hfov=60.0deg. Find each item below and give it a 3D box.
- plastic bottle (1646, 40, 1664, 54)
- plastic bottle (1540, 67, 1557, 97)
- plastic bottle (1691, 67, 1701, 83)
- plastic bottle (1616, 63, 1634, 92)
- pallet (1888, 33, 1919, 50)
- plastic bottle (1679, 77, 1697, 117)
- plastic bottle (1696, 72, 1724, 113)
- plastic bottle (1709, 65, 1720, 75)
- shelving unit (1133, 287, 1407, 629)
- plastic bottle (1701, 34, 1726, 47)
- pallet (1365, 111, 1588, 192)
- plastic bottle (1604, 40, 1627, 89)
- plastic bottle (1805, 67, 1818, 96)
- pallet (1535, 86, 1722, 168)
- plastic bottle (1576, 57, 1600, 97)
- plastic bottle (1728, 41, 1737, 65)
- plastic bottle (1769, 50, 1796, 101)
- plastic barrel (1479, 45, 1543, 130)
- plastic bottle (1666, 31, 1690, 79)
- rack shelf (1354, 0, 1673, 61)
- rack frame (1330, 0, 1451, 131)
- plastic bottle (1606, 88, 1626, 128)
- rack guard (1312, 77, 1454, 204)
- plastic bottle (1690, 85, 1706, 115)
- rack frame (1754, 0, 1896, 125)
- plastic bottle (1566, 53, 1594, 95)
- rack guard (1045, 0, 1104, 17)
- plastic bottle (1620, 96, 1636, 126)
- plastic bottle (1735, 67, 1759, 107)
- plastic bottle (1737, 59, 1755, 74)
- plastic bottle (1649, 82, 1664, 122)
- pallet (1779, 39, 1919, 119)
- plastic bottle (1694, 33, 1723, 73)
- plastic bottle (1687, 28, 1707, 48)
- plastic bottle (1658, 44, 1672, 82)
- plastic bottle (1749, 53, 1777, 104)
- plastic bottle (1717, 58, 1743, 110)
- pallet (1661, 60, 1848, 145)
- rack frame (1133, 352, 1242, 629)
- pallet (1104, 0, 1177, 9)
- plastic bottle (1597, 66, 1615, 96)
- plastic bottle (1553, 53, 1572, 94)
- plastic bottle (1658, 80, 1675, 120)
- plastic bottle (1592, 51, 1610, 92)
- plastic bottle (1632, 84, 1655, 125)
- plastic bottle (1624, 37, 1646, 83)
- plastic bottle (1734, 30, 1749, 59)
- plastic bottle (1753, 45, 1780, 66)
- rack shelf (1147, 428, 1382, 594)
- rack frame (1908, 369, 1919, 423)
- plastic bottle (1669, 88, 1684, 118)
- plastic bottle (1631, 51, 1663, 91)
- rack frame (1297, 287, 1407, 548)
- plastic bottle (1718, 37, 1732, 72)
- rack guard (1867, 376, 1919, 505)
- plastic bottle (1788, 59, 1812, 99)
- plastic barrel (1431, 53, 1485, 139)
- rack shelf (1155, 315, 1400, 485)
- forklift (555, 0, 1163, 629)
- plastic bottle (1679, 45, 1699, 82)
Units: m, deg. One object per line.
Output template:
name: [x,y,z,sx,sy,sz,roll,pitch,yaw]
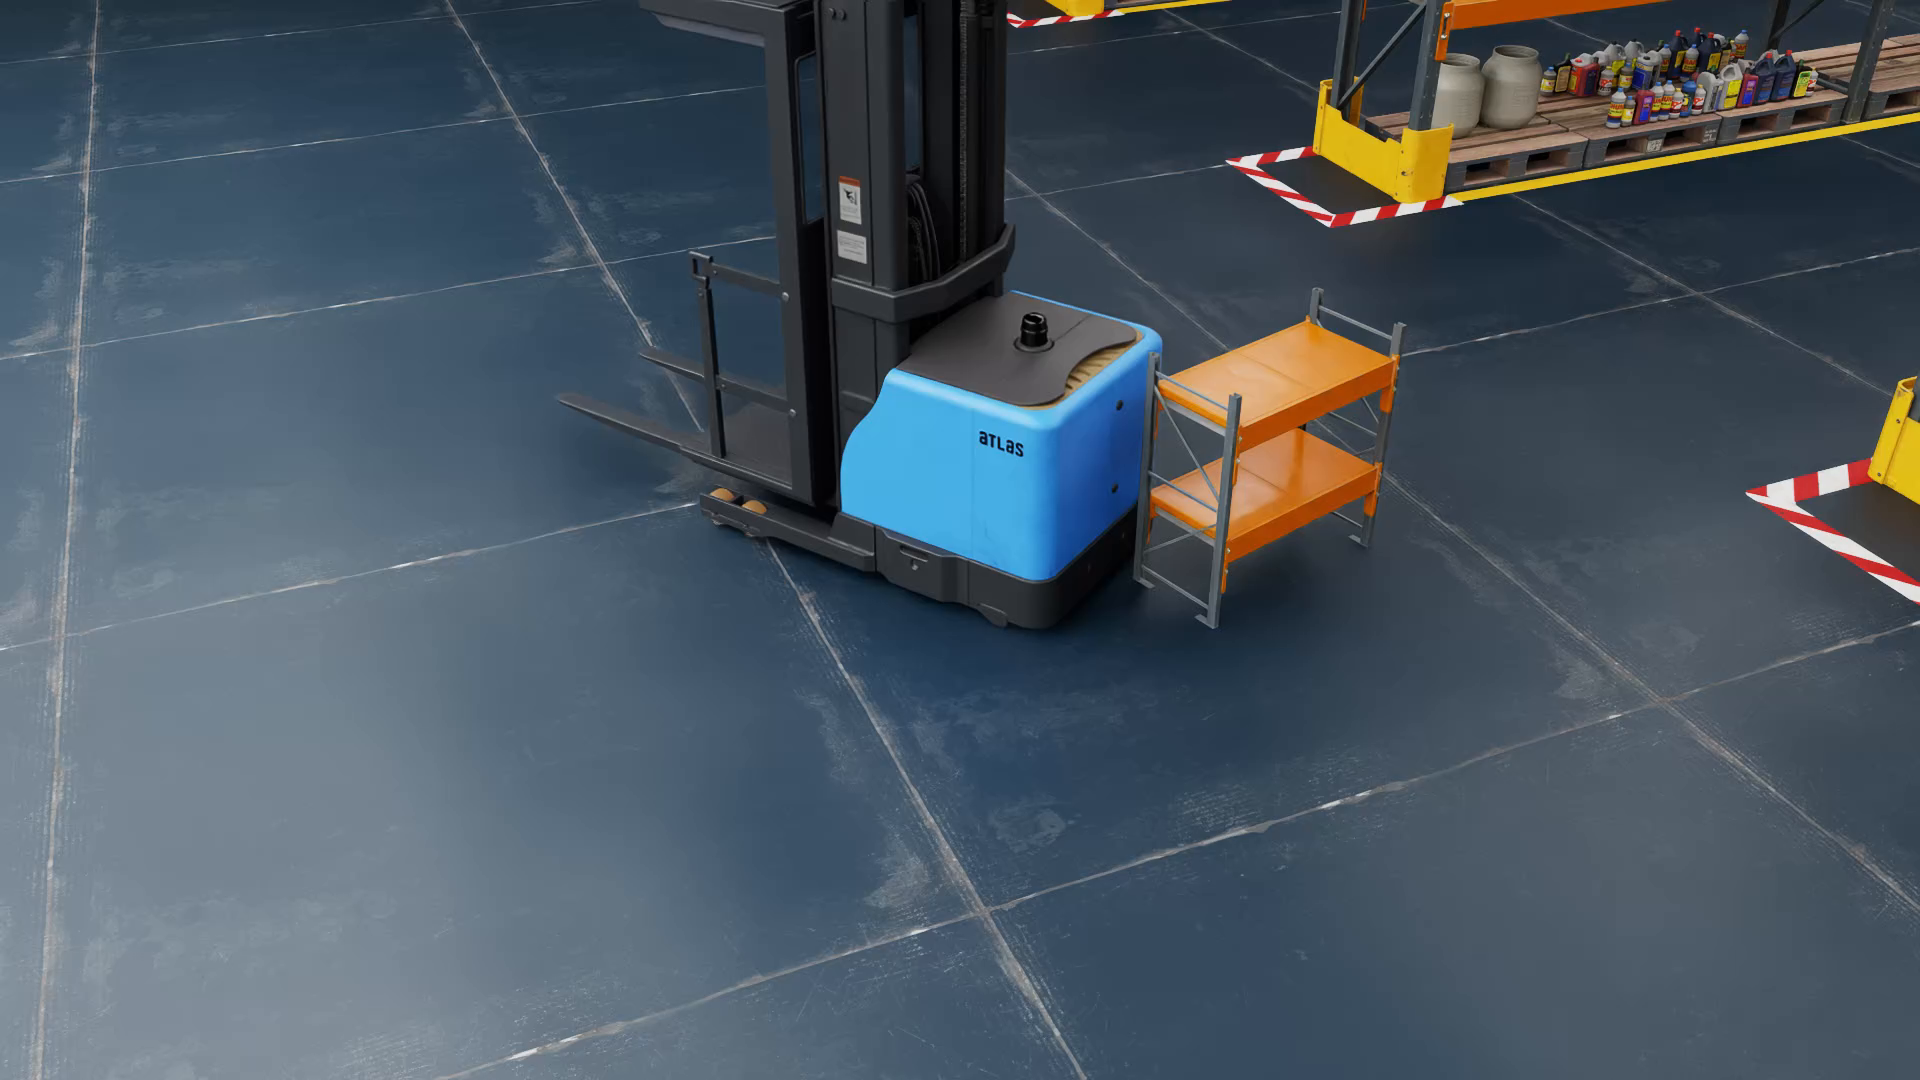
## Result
plastic bottle: [5.320,-3.686,12.752,0.133,0.283,0.061,-11,35,-17]
plastic bottle: [4.402,-3.431,12.435,0.097,0.201,0.097,0,33,0]
plastic bottle: [5.417,-3.333,12.209,0.133,0.283,0.061,-13,35,-19]
plastic bottle: [5.012,-3.485,12.518,0.097,0.201,0.097,0,33,0]
pallet: [8.402,-3.932,13.599,1.213,0.211,1.003,-13,35,-19]
plastic bottle: [5.266,-3.214,12.038,0.097,0.271,0.097,0,33,0]
plastic bottle: [5.458,-3.276,12.129,0.135,0.276,0.152,-12,35,-18]
plastic bottle: [5.546,-3.358,12.247,0.133,0.283,0.061,-13,35,-19]
shelving unit: [1.342,-0.372,7.290,1.048,1.125,0.538,-24,40,-32]
plastic bottle: [5.816,-3.769,12.887,0.135,0.276,0.152,-12,35,-17]
pallet: [3.682,-2.851,11.938,1.213,0.211,1.003,-13,35,-19]
plastic bottle: [4.924,-3.599,12.556,0.185,0.351,0.144,-11,35,-17]
plastic bottle: [6.353,-3.434,12.439,0.097,0.201,0.097,0,33,0]
pallet: [4.805,-3.106,12.330,1.213,0.211,1.003,-13,35,-19]
plastic bottle: [4.687,-3.451,12.391,0.133,0.283,0.061,-13,35,-19]
plastic bottle: [6.010,-3.799,13.000,0.097,0.201,0.097,0,33,0]
plastic bottle: [6.085,-3.449,12.325,0.185,0.351,0.144,-14,36,-20]
plastic barrel: [3.918,-3.227,11.856,0.421,0.512,0.421,0,33,0]
plastic bottle: [5.488,-3.728,12.755,0.185,0.351,0.144,-14,36,-21]
rack shelf: [4.723,-3.932,11.702,4.000,0.370,1.077,-13,35,-19]
rack frame: [2.879,-3.811,10.857,0.127,3.000,1.000,-13,35,-19]
plastic bottle: [4.671,-3.078,11.828,0.097,0.271,0.097,0,33,0]
rack guard: [2.931,-2.803,11.599,0.348,0.500,1.175,-13,35,-19]
plastic bottle: [5.360,-3.206,12.090,0.097,0.201,0.097,0,33,0]
rack frame: [6.567,-4.655,12.155,0.127,3.000,1.000,-13,35,-19]
plastic bottle: [4.645,-3.501,12.475,0.135,0.276,0.152,-13,35,-19]
rack guard: [0.942,-5.250,15.360,0.348,0.500,1.175,-13,35,-19]
plastic bottle: [4.766,-3.070,11.881,0.097,0.201,0.097,0,33,0]
plastic bottle: [5.774,-3.325,12.196,0.133,0.283,0.061,-11,35,-16]
plastic bottle: [5.827,-3.446,12.390,0.135,0.276,0.152,-13,35,-19]
plastic bottle: [4.987,-3.150,11.939,0.097,0.271,0.097,0,33,0]
pallet: [7.276,-3.672,13.200,1.213,0.211,1.003,-13,35,-19]
plastic bottle: [5.718,-3.695,12.704,0.185,0.351,0.144,-13,35,-19]
plastic bottle: [5.662,-3.768,12.816,0.185,0.351,0.144,-12,35,-18]
plastic bottle: [5.367,-3.645,12.700,0.097,0.271,0.097,0,33,0]
plastic bottle: [5.908,-3.408,12.263,0.185,0.351,0.144,-15,36,-21]
plastic bottle: [5.610,-3.340,12.158,0.185,0.351,0.144,-13,35,-19]
pallet: [5.931,-3.366,12.729,1.213,0.211,1.003,-13,35,-19]
rack frame: [0.946,-0.198,7.023,0.032,1.125,0.500,-24,40,-32]
pallet: [1.653,-5.316,15.727,1.213,0.211,1.003,-13,35,-19]
plastic bottle: [4.839,-3.441,12.450,0.097,0.201,0.097,0,33,0]
plastic bottle: [4.503,-3.499,12.464,0.133,0.283,0.061,-12,35,-18]
plastic bottle: [5.079,-3.171,11.972,0.097,0.271,0.097,0,33,0]
plastic bottle: [4.773,-3.531,12.520,0.135,0.276,0.152,-14,36,-20]
plastic bottle: [4.887,-3.121,11.884,0.133,0.283,0.061,-12,35,-18]
plastic bottle: [5.096,-3.638,12.617,0.185,0.351,0.144,-13,35,-19]
plastic bottle: [6.103,-3.849,13.014,0.097,0.271,0.097,0,33,0]
plastic bottle: [6.029,-3.521,12.437,0.185,0.351,0.144,-13,35,-19]
rack shelf: [1.342,-0.167,7.423,1.000,0.278,0.538,-24,40,-32]
rack frame: [4.796,-1.320,7.029,0.127,3.000,1.000,-13,35,-19]
plastic bottle: [5.171,-3.163,12.023,0.097,0.201,0.097,0,33,0]
plastic bottle: [5.176,-3.538,12.531,0.135,0.276,0.152,-13,35,-19]
rack frame: [1.738,-0.546,7.557,0.032,1.125,0.500,-24,40,-32]
plastic bottle: [5.858,-3.719,12.803,0.133,0.283,0.061,-13,35,-19]
rack guard: [4.866,-0.289,7.735,0.348,0.500,1.175,-13,35,-19]
plastic bottle: [6.251,-3.434,12.364,0.133,0.283,0.061,-11,35,-17]
plastic barrel: [3.456,-3.122,11.693,0.421,0.512,0.421,0,33,0]
rack shelf: [1.342,-0.617,7.130,1.000,0.278,0.538,-24,40,-32]
forklift: [-0.619,-1.463,7.310,3.031,2.935,1.130,20,38,28]
plastic bottle: [5.575,-3.643,12.697,0.097,0.271,0.097,0,33,0]
